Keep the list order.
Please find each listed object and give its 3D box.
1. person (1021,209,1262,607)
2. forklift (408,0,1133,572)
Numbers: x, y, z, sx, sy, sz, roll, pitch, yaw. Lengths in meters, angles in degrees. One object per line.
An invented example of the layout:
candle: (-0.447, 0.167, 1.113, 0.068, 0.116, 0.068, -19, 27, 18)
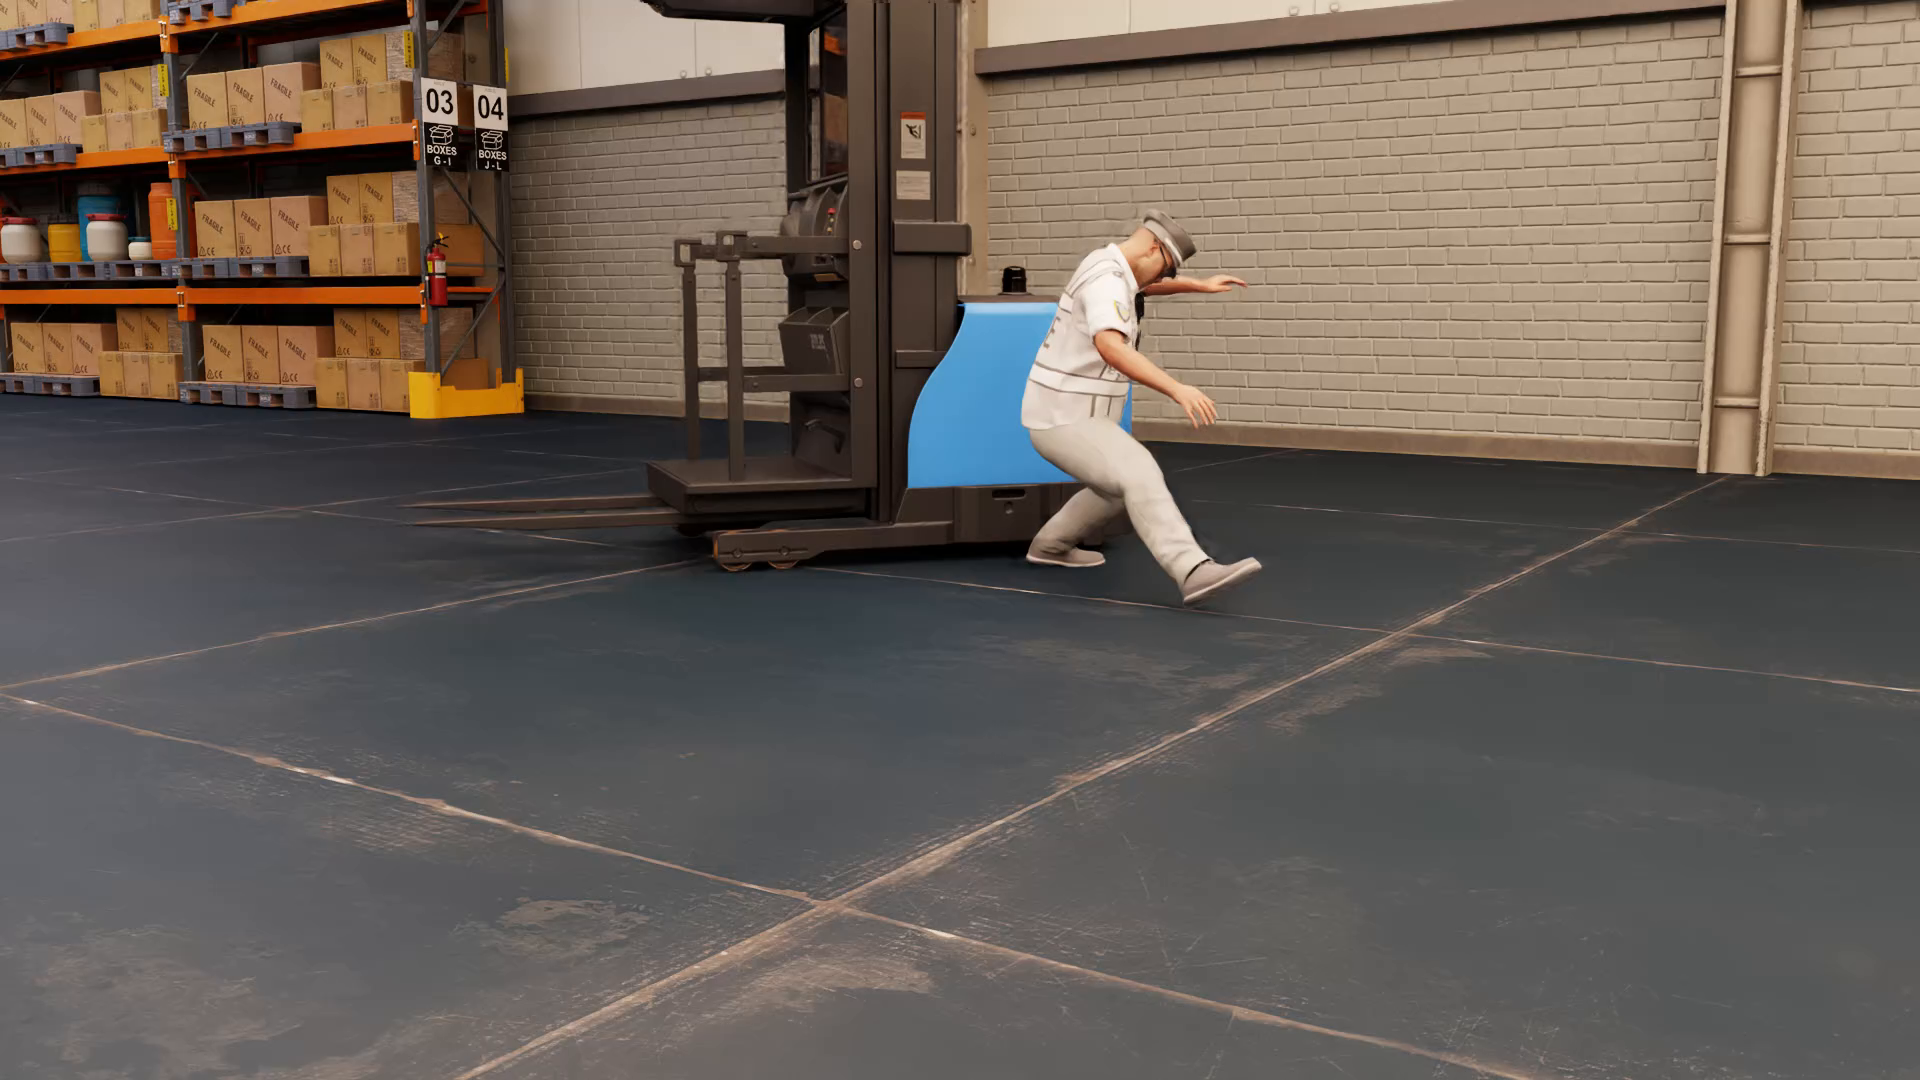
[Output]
person: (0.656, -0.508, 6.200, 1.032, 1.428, 1.234, 2, 8, 14)
forklift: (-0.810, -1.407, 7.085, 3.031, 2.935, 1.130, -3, 9, -19)
